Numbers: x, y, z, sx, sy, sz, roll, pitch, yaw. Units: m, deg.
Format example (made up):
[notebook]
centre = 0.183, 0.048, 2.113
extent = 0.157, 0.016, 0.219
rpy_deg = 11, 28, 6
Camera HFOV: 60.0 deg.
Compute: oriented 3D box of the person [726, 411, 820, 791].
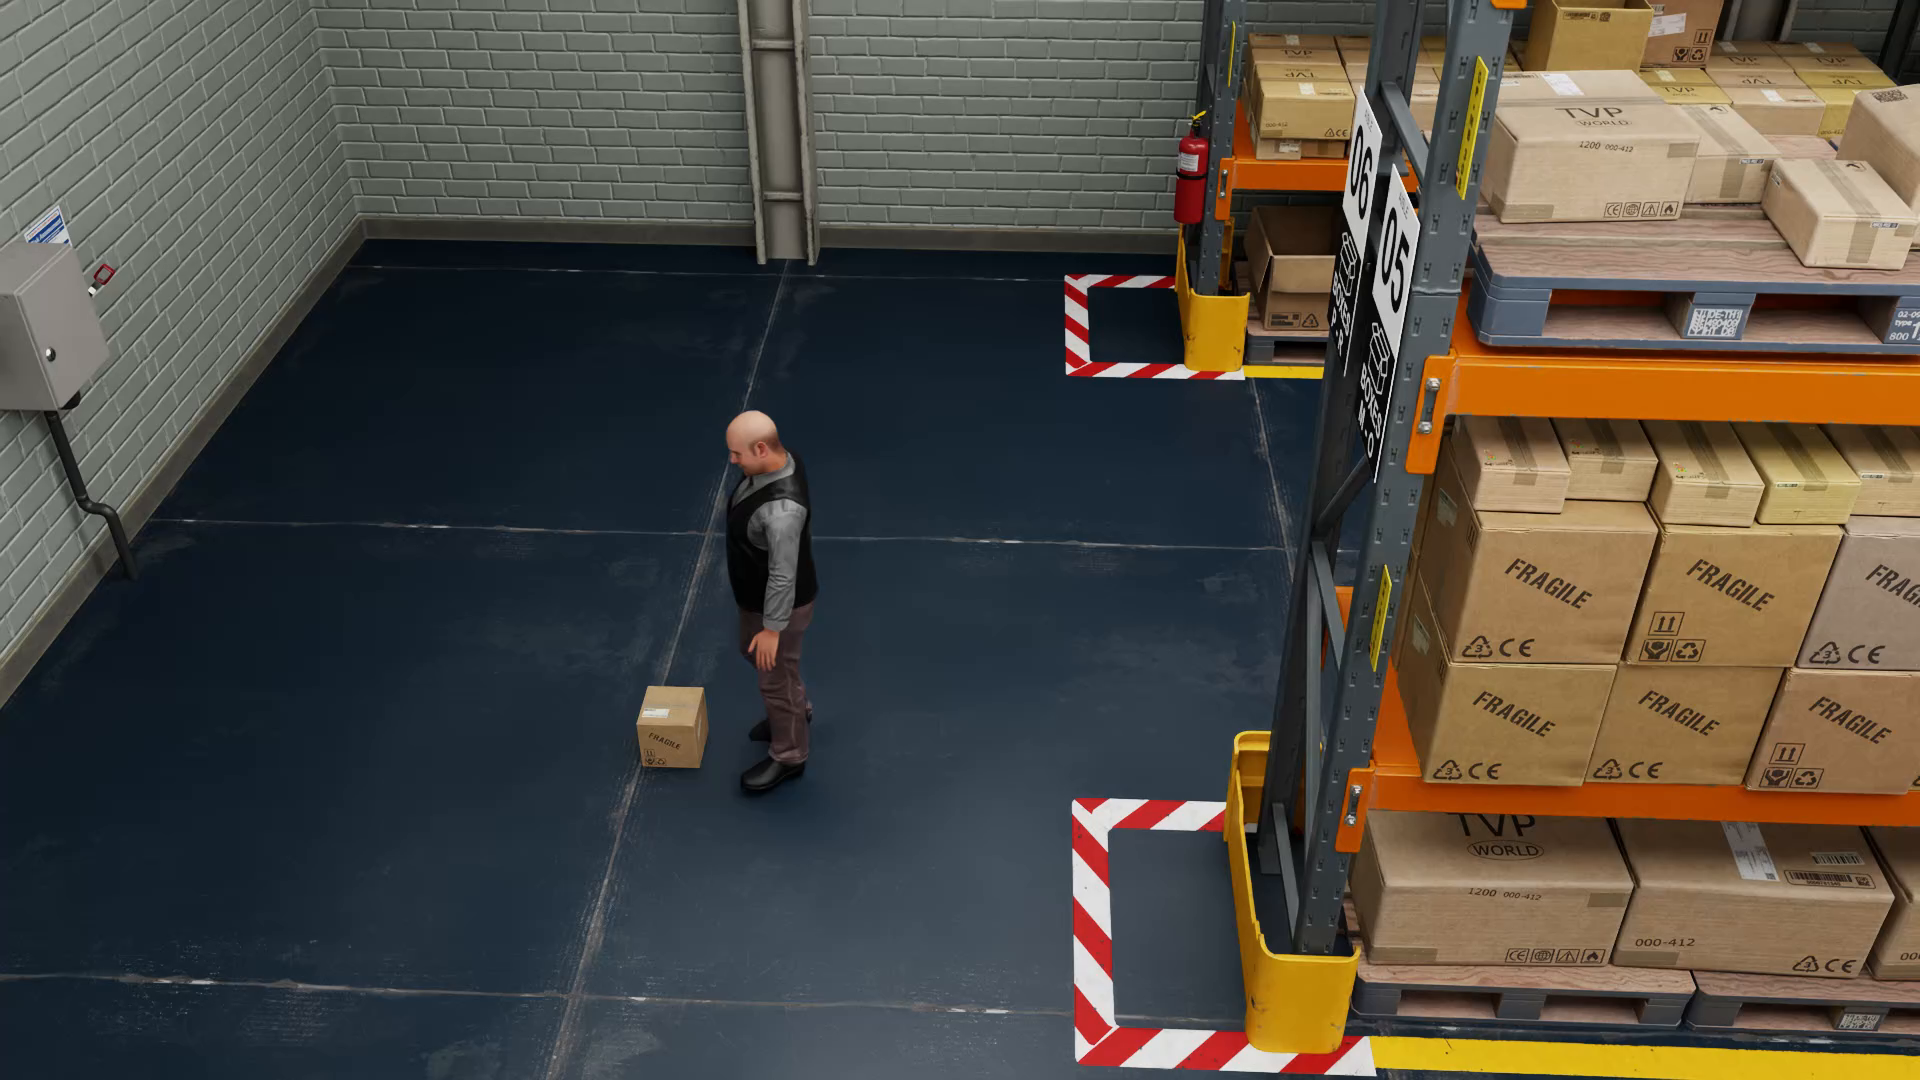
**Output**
[person]
centre = -0.776, 0.254, 6.784
extent = 0.401, 1.761, 0.645
rpy_deg = -7, 36, -10
